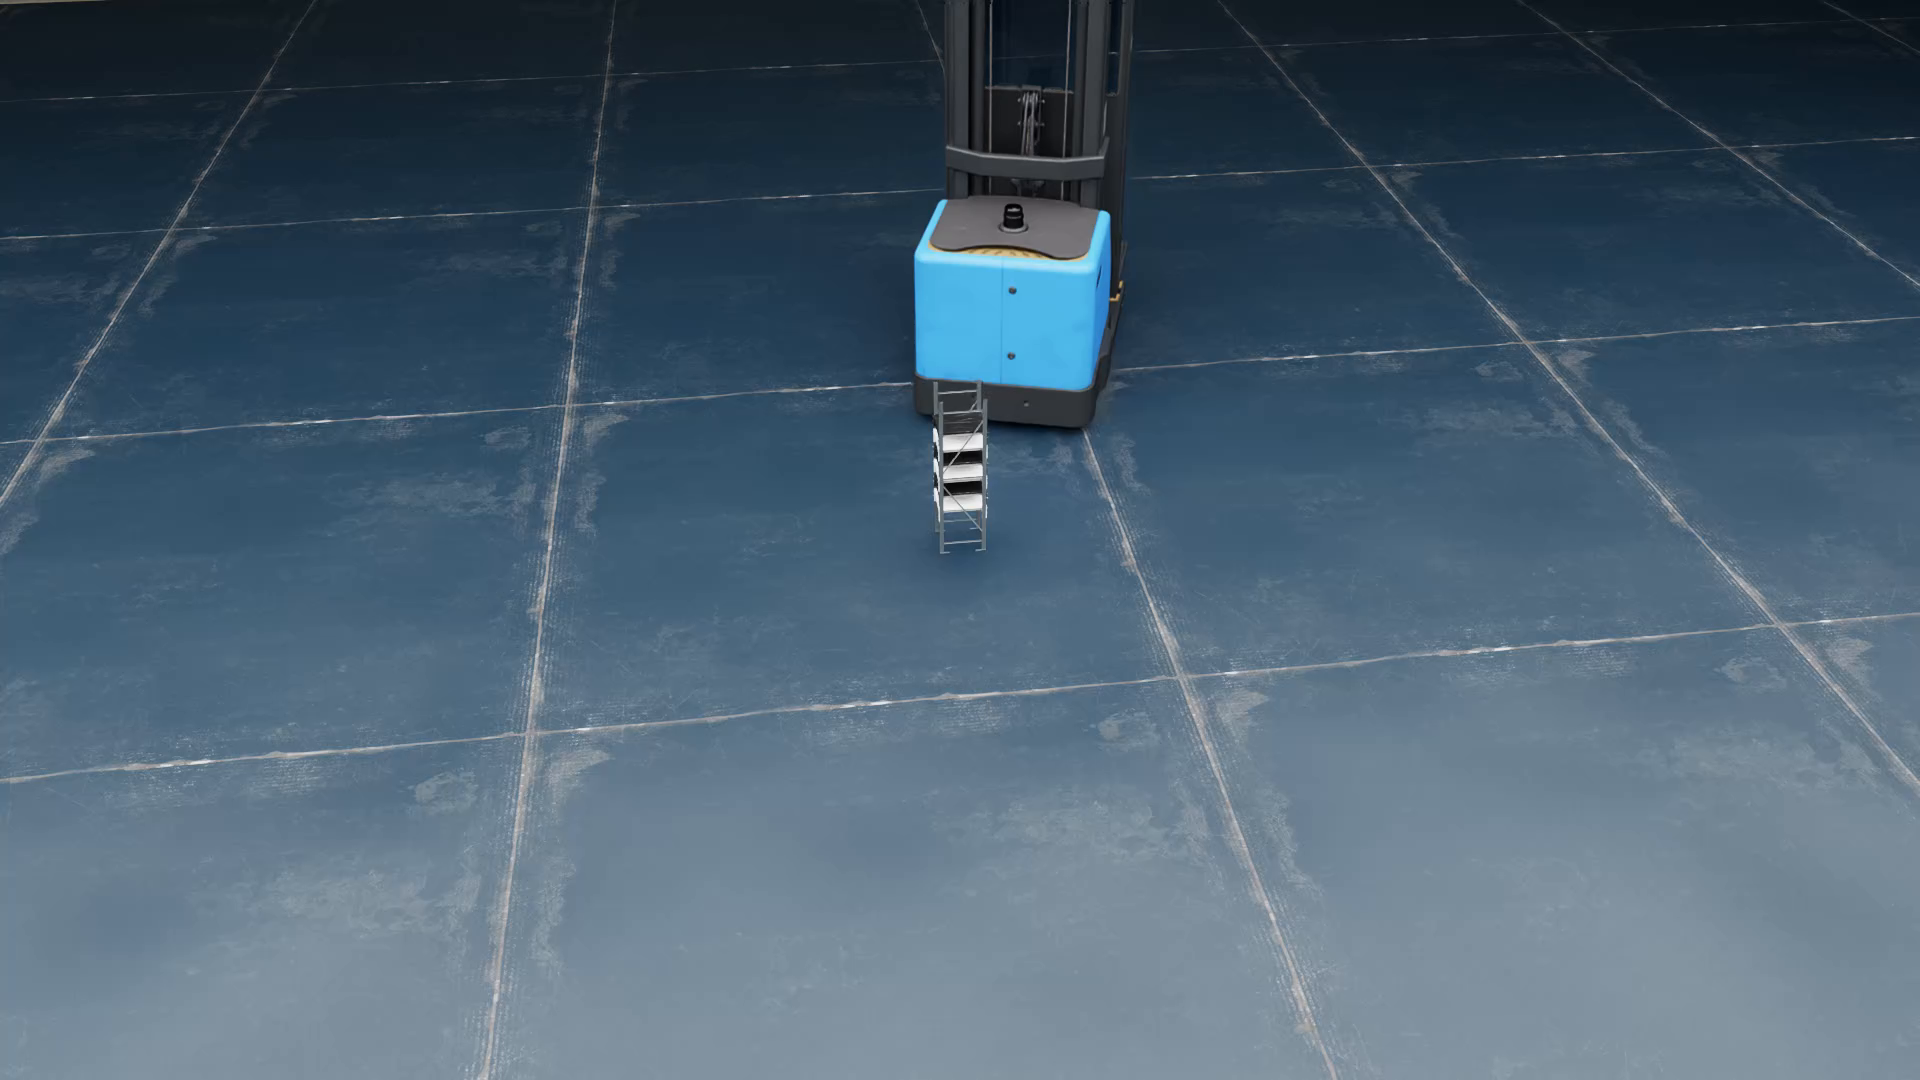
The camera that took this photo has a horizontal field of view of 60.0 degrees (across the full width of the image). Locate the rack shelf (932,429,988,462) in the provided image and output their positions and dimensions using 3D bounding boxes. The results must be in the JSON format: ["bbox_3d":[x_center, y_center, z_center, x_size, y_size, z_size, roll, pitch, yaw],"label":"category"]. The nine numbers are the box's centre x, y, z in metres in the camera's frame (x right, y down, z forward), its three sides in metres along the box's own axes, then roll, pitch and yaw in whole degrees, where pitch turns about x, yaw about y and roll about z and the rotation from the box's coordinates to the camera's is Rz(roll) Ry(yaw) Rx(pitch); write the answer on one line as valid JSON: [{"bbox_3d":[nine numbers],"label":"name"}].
[{"bbox_3d":[0.001,-0.489,8.407,0.258,0.077,0.200,-4,35,-6],"label":"rack shelf"}]

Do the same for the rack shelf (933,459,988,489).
[{"bbox_3d":[0.001,-0.340,8.509,0.258,0.077,0.200,-4,35,-6],"label":"rack shelf"}]

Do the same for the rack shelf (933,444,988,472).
[{"bbox_3d":[0.001,-0.414,8.458,0.258,0.077,0.200,-4,35,-6],"label":"rack shelf"}]

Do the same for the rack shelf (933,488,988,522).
[{"bbox_3d":[0.001,-0.191,8.610,0.258,0.077,0.200,-4,35,-6],"label":"rack shelf"}]

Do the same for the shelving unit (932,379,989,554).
[{"bbox_3d":[0.001,-0.367,8.490,0.258,0.900,0.210,-4,35,-6],"label":"shelving unit"}]

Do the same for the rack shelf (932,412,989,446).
[{"bbox_3d":[0.001,-0.563,8.357,0.258,0.077,0.200,-4,35,-6],"label":"rack shelf"}]

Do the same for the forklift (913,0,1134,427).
[{"bbox_3d":[0.496,-2.680,10.080,1.130,2.935,3.031,6,35,8],"label":"forklift"}]

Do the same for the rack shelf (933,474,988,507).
[{"bbox_3d":[0.001,-0.265,8.559,0.258,0.077,0.200,-4,35,-6],"label":"rack shelf"}]

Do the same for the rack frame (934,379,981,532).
[{"bbox_3d":[-0.013,-0.424,8.573,0.240,0.900,0.006,-4,35,-6],"label":"rack frame"}]

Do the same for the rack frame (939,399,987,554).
[{"bbox_3d":[0.015,-0.311,8.407,0.240,0.900,0.006,-4,35,-6],"label":"rack frame"}]
